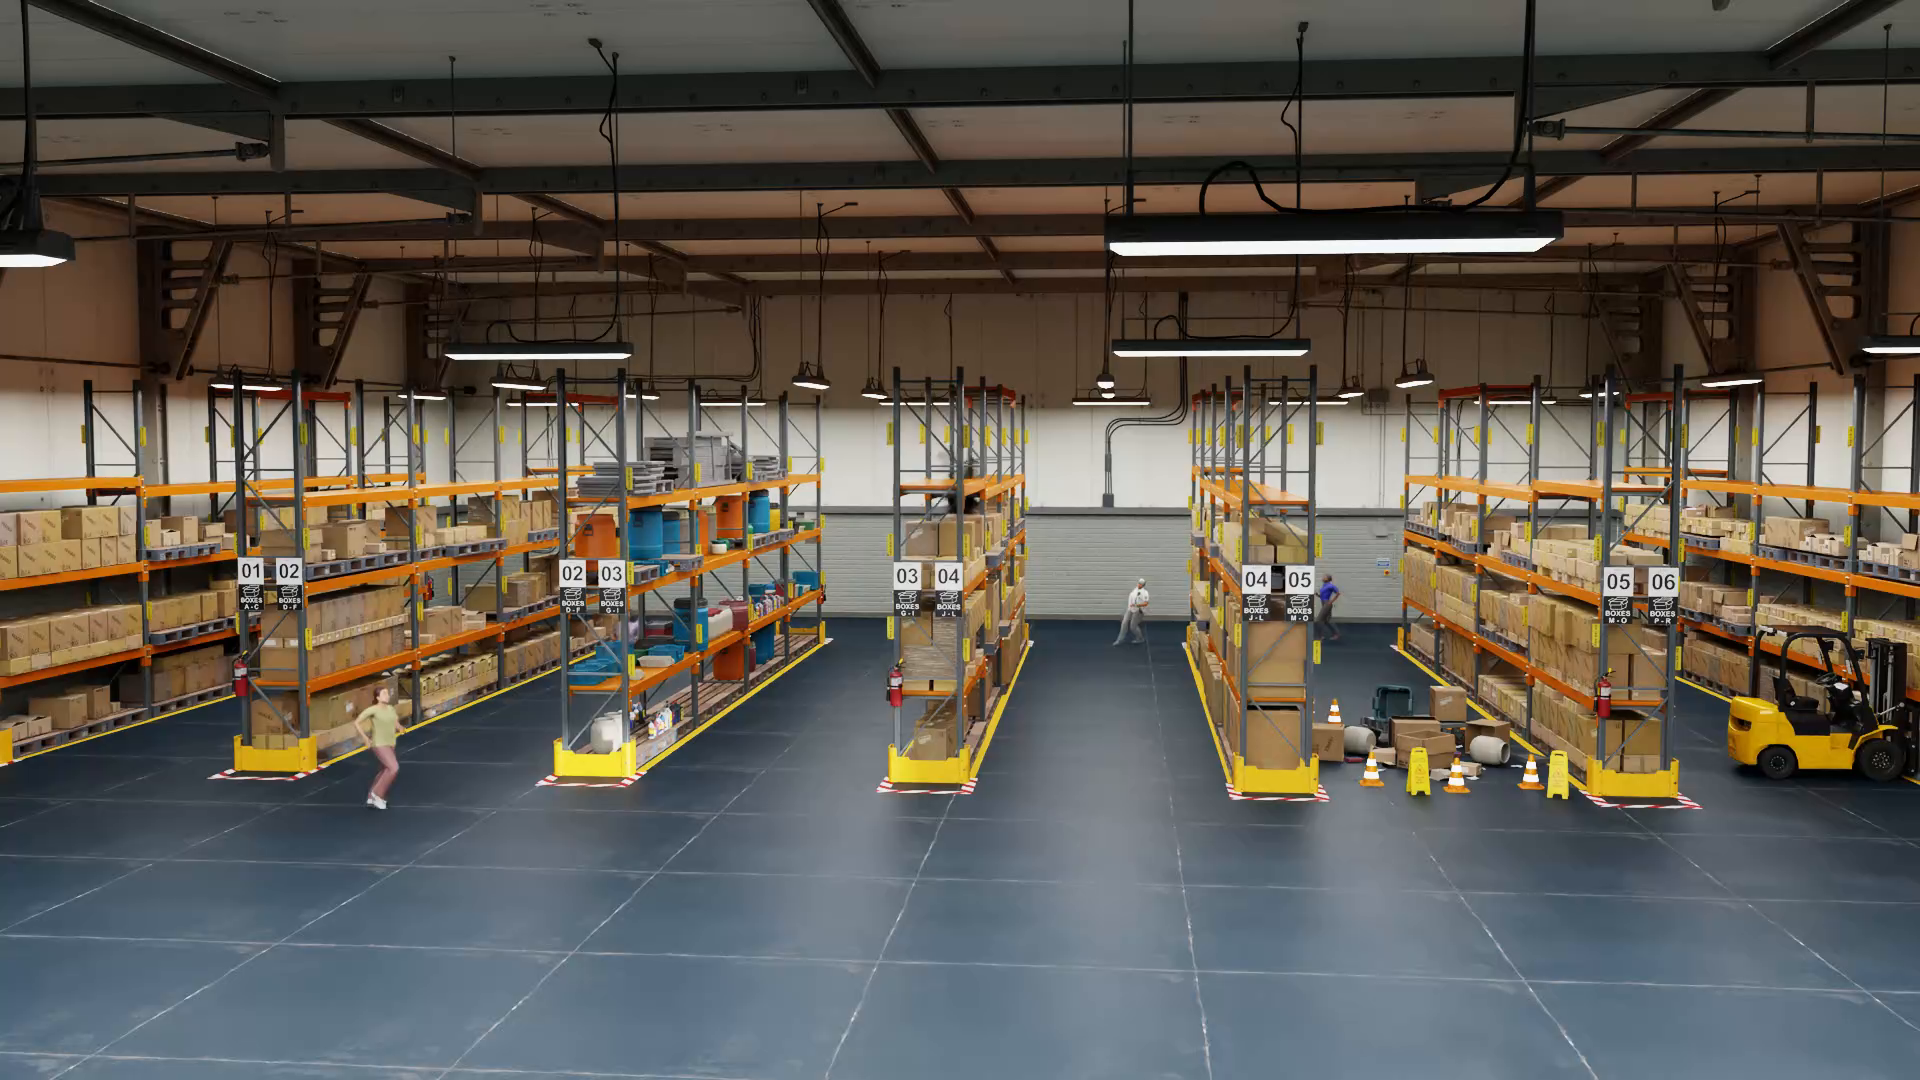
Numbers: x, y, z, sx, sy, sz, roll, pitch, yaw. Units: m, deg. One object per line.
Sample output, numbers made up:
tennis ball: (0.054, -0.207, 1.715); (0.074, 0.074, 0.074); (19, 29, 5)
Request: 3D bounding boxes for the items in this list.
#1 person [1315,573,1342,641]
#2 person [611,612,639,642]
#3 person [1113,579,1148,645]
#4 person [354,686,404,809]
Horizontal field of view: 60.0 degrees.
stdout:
person: (8.918, 1.664, 40.377); (0.742, 1.713, 0.560); (0, 4, 1)
person: (-6.525, 2.177, 32.550); (0.614, 1.618, 0.598); (0, 4, 0)
person: (4.144, 1.725, 39.775); (0.760, 1.619, 0.714); (-2, 4, -32)
person: (-7.720, 2.776, 22.301); (0.635, 1.647, 0.551); (1, 4, 22)
